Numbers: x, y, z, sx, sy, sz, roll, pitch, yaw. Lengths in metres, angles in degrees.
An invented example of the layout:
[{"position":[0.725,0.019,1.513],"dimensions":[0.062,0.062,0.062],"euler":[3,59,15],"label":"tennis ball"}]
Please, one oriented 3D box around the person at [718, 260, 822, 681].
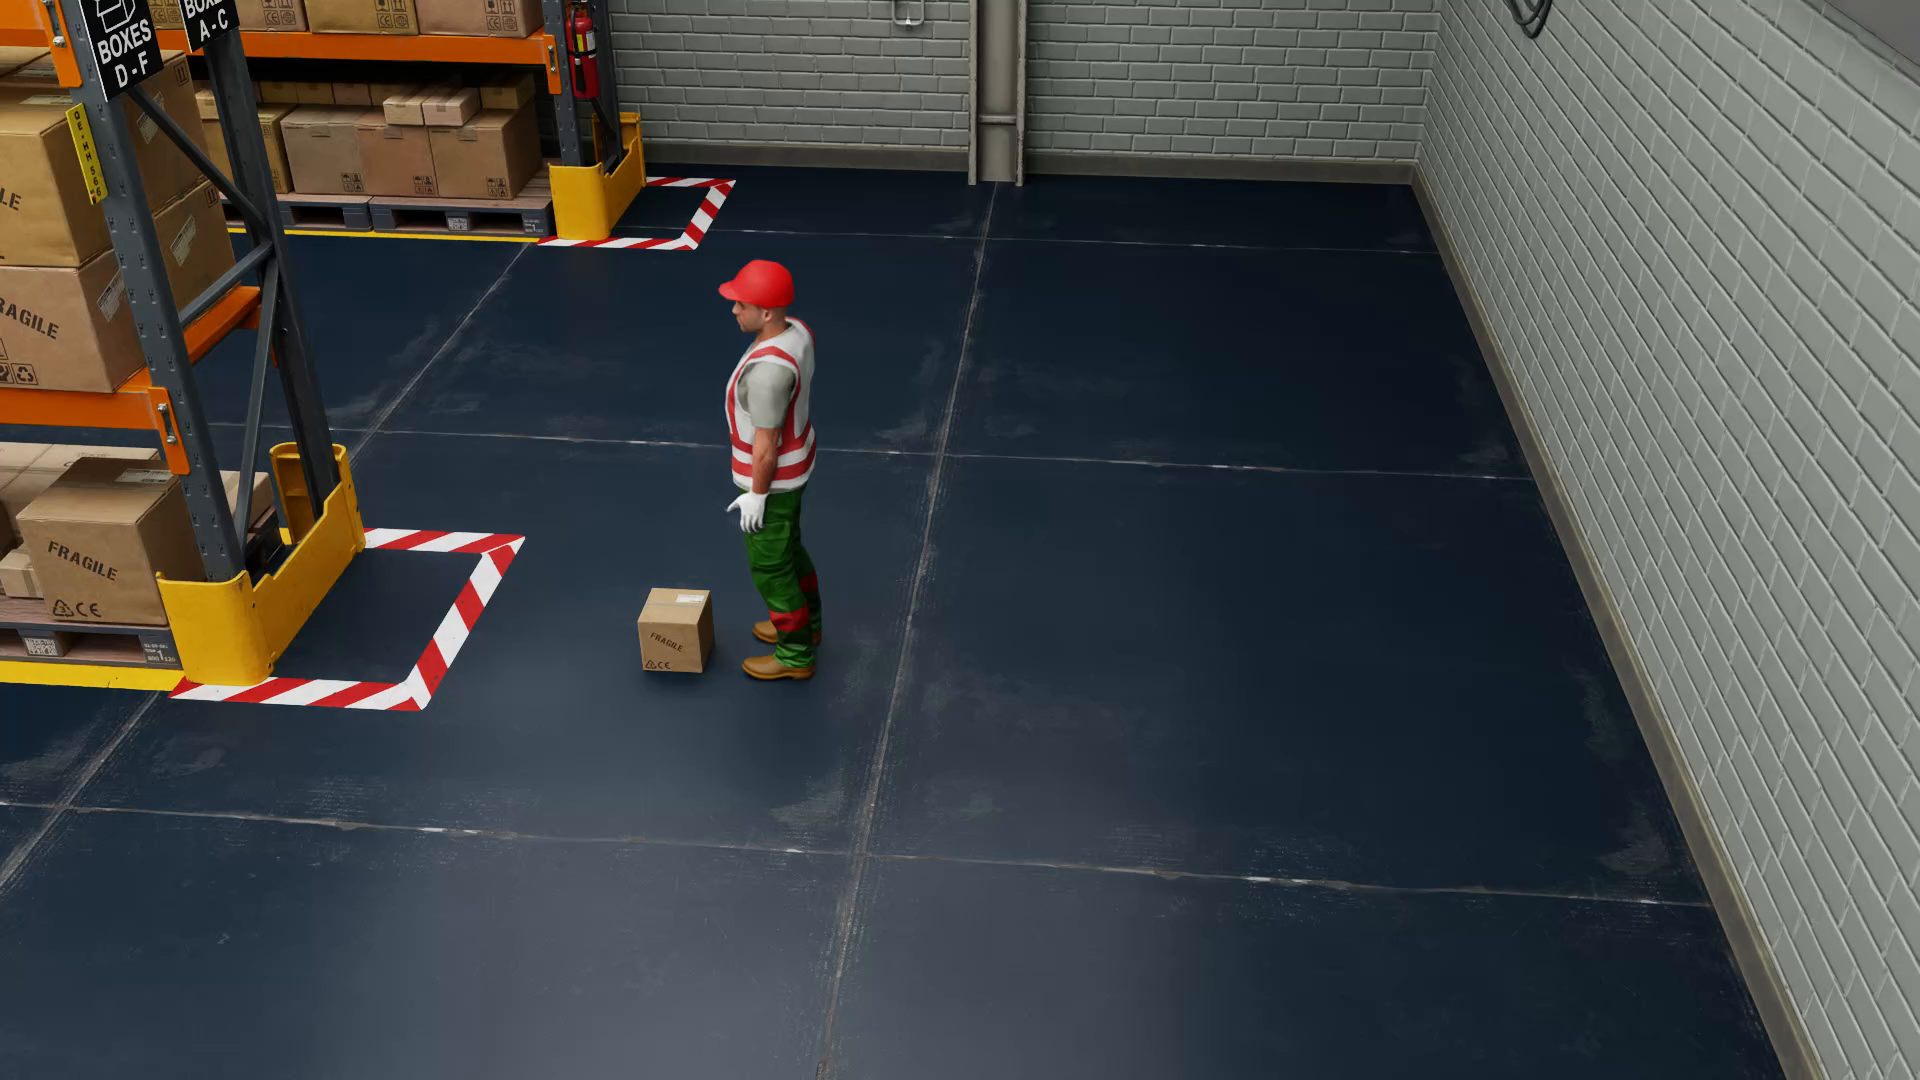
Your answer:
[{"position":[-0.737,-0.259,6.533],"dimensions":[0.342,1.785,0.525],"euler":[3,32,5],"label":"person"}]
